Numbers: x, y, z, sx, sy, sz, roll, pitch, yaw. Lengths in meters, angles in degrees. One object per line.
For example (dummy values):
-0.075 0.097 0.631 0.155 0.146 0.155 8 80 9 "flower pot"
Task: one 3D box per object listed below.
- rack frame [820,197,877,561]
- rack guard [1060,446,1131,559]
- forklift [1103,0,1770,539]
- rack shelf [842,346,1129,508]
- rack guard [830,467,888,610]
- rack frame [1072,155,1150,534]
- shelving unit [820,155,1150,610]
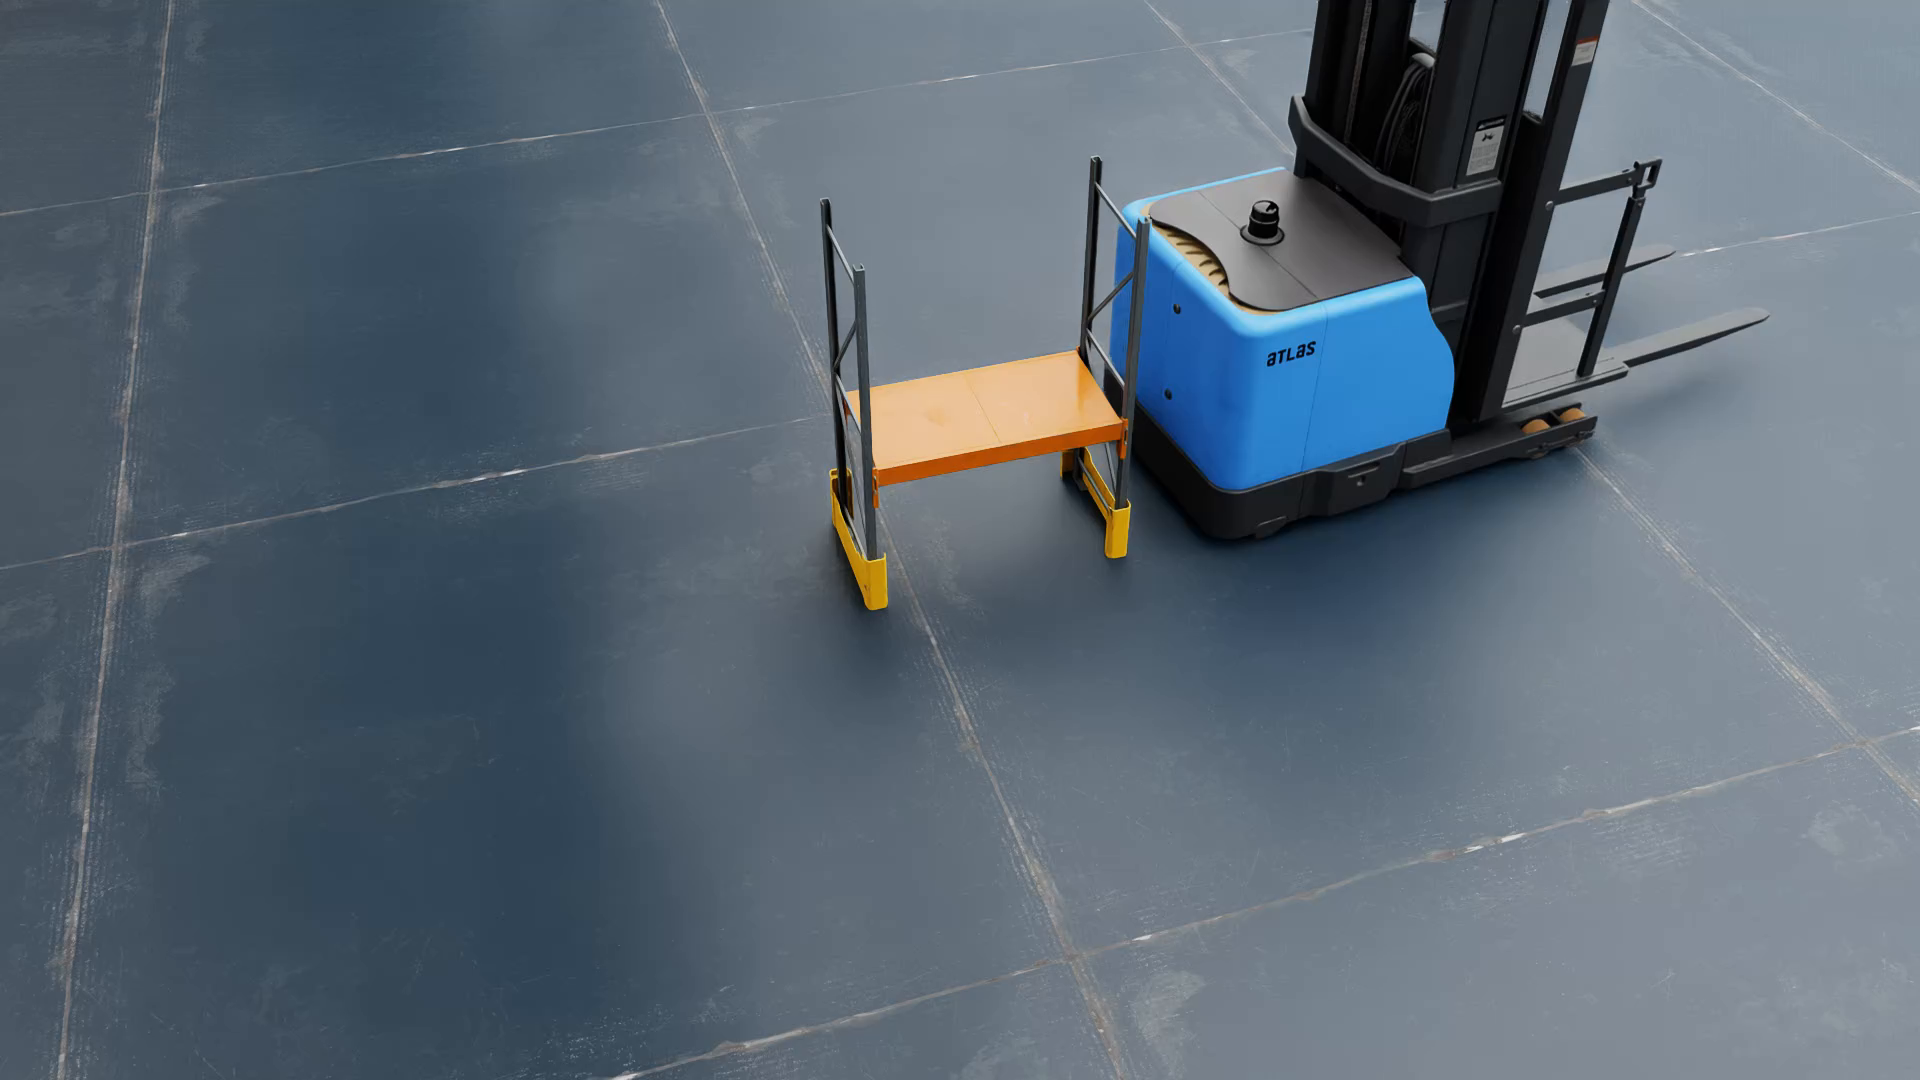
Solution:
-0.404 -0.481 6.161 0.032 1.500 0.500 -12 42 -13 "rack frame"
0.548 -0.208 6.798 0.087 0.250 0.587 -12 42 -13 "rack guard"
2.184 -1.754 6.530 3.031 2.935 1.130 -17 44 -18 "forklift"
0.081 -0.446 6.394 1.000 0.185 0.538 -12 42 -13 "rack shelf"
-0.402 -0.011 6.572 0.087 0.250 0.587 -12 42 -13 "rack guard"
0.566 -0.682 6.391 0.032 1.500 0.500 -12 42 -13 "rack frame"
0.073 -0.580 6.274 1.083 1.500 0.587 -12 42 -13 "shelving unit"
